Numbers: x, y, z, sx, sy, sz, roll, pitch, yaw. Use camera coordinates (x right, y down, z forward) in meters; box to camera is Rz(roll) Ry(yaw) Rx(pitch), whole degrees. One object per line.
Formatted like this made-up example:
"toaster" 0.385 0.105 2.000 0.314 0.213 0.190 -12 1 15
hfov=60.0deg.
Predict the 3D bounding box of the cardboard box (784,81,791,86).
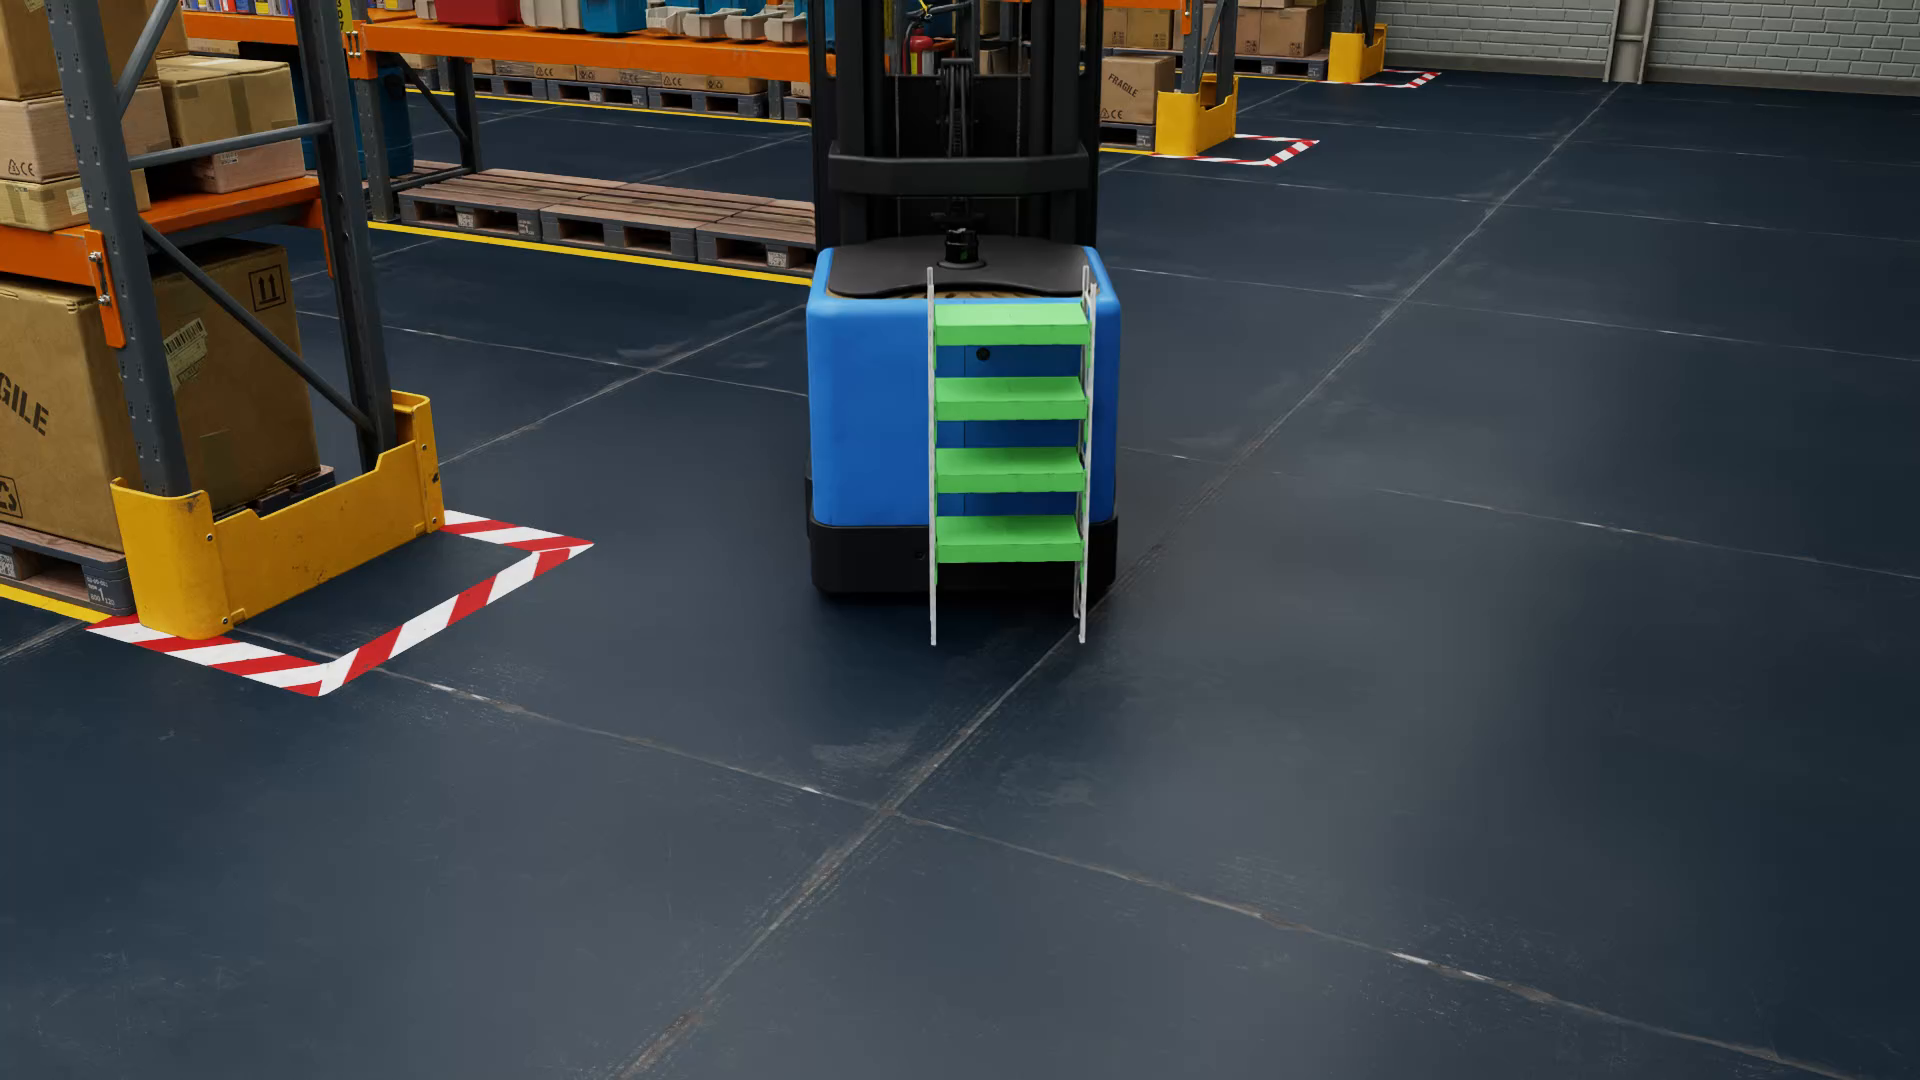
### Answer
"cardboard box" -1.812 -4.668 16.025 0.500 0.500 0.500 10 25 22

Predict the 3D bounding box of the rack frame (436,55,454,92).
"rack frame" -5.060 -6.151 16.882 0.127 3.000 1.000 11 25 25

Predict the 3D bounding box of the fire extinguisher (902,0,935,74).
"fire extinguisher" -0.229 -2.617 9.146 0.183 0.674 0.296 11 25 25

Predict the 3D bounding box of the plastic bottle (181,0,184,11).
"plastic bottle" -5.445 -3.810 11.630 0.097 0.201 0.097 0 23 0

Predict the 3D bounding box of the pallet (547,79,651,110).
"pallet" -3.326 -4.507 16.579 1.213 0.211 1.003 11 25 25

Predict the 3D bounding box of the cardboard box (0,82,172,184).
"cardboard box" -2.946 -1.340 5.380 0.500 0.250 0.500 11 25 24

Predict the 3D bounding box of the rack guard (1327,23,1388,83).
"rack guard" 4.333 -5.315 18.109 0.348 0.500 1.175 11 25 25

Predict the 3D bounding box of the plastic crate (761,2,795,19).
"plastic crate" -1.085 -3.280 10.389 0.298 0.136 0.250 11 25 25

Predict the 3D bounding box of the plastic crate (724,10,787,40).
"plastic crate" -1.220 -3.053 9.855 0.243 0.136 0.396 11 25 25

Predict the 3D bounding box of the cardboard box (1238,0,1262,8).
"cardboard box" 3.216 -5.903 18.127 0.250 0.149 0.380 12 26 26

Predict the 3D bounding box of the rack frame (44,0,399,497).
"rack frame" -2.394 -1.280 5.426 0.127 3.000 1.000 11 25 25

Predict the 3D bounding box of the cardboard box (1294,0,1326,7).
"cardboard box" 3.843 -5.947 18.231 0.250 0.149 0.380 11 26 25

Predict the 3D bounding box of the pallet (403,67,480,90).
"pallet" -5.777 -5.027 17.801 1.213 0.211 1.003 11 25 25

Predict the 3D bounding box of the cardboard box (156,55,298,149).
"cardboard box" -2.700 -1.526 5.818 0.500 0.250 0.500 10 25 23

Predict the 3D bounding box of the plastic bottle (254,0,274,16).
"plastic bottle" -4.696 -3.741 11.277 0.185 0.351 0.144 11 25 25

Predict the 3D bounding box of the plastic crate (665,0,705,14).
"plastic crate" -1.673 -3.404 10.559 0.300 0.233 0.416 11 25 25

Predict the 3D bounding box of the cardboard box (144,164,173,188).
"cardboard box" -2.791 -1.387 5.999 0.250 0.149 0.380 11 25 24

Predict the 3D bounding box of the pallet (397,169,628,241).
"pallet" -3.055 -2.316 11.427 1.213 0.211 1.003 11 25 25

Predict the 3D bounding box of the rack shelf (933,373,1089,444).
"rack shelf" 0.154 -0.418 5.249 0.480 0.148 0.258 -1 23 -2

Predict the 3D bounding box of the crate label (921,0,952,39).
"crate label" -0.231 -3.119 9.887 0.303 0.233 0.416 11 25 25

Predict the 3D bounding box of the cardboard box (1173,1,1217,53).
"cardboard box" 2.746 -5.778 18.661 0.500 0.500 0.700 10 25 23

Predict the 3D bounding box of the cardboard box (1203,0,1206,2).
"cardboard box" 2.711 -6.171 18.755 0.250 0.149 0.380 11 26 25

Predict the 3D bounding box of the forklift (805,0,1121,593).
"forklift" -0.024 -1.700 6.502 1.130 2.935 3.031 -1 23 -1

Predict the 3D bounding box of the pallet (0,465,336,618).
"pallet" -3.142 -0.110 6.239 1.213 0.211 1.003 11 25 25

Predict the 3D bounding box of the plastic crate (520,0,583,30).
"plastic crate" -2.449 -3.355 10.381 0.530 0.282 0.437 11 25 25

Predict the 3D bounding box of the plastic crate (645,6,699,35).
"plastic crate" -1.752 -3.139 10.059 0.250 0.136 0.298 11 25 25

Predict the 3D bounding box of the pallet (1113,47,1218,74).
"pallet" 2.478 -5.516 18.951 1.213 0.211 1.003 11 25 25

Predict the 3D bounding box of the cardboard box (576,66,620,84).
"cardboard box" -3.399 -4.752 16.223 0.500 0.500 0.500 10 25 23

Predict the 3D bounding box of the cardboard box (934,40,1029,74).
"cardboard box" 0.189 -4.169 14.847 0.637 0.503 0.797 11 25 25

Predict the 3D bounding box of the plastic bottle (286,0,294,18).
"plastic bottle" -4.453 -3.644 11.134 0.133 0.283 0.061 11 25 25

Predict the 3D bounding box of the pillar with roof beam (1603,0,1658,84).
"pillar with roof beam" 5.169 -7.552 12.509 0.400 9.000 9.100 11 25 25

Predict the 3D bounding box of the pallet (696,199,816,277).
"pallet" -0.877 -1.885 10.414 1.213 0.211 1.003 11 25 25

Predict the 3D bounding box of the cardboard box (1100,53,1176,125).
"cardboard box" 1.483 -3.801 13.986 0.500 0.500 0.500 11 25 25

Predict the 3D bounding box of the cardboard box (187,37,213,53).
"cardboard box" -8.381 -5.628 18.627 0.500 0.250 0.500 11 25 23

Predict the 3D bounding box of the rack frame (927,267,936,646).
"rack frame" -0.090 -0.252 5.310 0.015 1.200 0.240 -1 23 -2

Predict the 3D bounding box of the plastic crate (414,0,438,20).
"plastic crate" -3.378 -3.490 10.884 0.243 0.136 0.396 11 25 25

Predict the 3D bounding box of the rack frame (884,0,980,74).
"rack frame" -0.159 -3.009 9.494 0.127 3.000 1.000 11 25 25

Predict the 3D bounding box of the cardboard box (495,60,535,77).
"cardboard box" -4.313 -4.933 16.648 0.500 0.500 0.500 10 25 23

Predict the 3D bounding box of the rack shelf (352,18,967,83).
"rack shelf" -1.944 -3.031 10.465 4.000 0.370 1.077 11 25 25

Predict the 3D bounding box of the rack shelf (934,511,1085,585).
"rack shelf" 0.154 0.024 5.437 0.480 0.148 0.258 -1 23 -2

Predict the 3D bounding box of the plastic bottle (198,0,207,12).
"plastic bottle" -5.238 -3.769 11.534 0.097 0.201 0.097 0 23 0

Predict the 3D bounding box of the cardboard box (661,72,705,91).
"cardboard box" -2.497 -4.574 15.806 0.500 0.500 0.500 11 26 25

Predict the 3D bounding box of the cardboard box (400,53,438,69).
"cardboard box" -5.639 -5.087 17.356 0.500 0.250 0.500 12 26 26

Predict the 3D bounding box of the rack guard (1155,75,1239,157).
"rack guard" 2.012 -3.602 14.081 0.348 0.500 1.175 11 25 25

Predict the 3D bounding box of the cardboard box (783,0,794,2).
"cardboard box" -2.231 -6.910 20.877 0.750 0.750 0.750 11 25 24

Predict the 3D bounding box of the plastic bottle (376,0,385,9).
"plastic bottle" -4.093 -3.876 11.784 0.097 0.201 0.097 0 23 0

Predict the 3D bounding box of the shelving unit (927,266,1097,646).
"shelving unit" 0.154 -0.256 5.318 0.503 1.200 0.258 -1 23 -2

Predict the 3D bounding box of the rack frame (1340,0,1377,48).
"rack frame" 4.311 -6.469 17.630 0.127 3.000 1.000 11 25 25

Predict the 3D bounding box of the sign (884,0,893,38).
"sign" -0.393 -2.890 9.003 0.005 0.325 0.100 11 25 25

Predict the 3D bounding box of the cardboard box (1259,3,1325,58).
"cardboard box" 3.641 -5.601 18.245 0.500 0.500 0.700 11 25 25

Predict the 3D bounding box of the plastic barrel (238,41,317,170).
"plastic barrel" -4.838 -3.170 12.017 0.708 0.901 0.600 11 25 25

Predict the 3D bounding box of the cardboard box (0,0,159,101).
"cardboard box" -2.947 -1.687 5.237 0.500 0.500 0.500 12 26 25

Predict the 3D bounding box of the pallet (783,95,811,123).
"pallet" -0.878 -4.040 15.481 1.213 0.211 1.003 11 25 25

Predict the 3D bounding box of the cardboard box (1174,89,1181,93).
"cardboard box" 1.861 -3.823 14.488 0.250 0.149 0.380 11 25 25

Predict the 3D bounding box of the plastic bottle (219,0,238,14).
"plastic bottle" -5.002 -3.769 11.438 0.135 0.276 0.152 11 25 25

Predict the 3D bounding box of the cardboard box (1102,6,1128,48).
"cardboard box" 1.810 -5.961 19.091 0.500 0.500 0.700 11 25 24

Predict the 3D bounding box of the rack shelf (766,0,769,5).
"rack shelf" -3.275 -5.467 16.192 4.000 0.370 1.077 11 25 25
